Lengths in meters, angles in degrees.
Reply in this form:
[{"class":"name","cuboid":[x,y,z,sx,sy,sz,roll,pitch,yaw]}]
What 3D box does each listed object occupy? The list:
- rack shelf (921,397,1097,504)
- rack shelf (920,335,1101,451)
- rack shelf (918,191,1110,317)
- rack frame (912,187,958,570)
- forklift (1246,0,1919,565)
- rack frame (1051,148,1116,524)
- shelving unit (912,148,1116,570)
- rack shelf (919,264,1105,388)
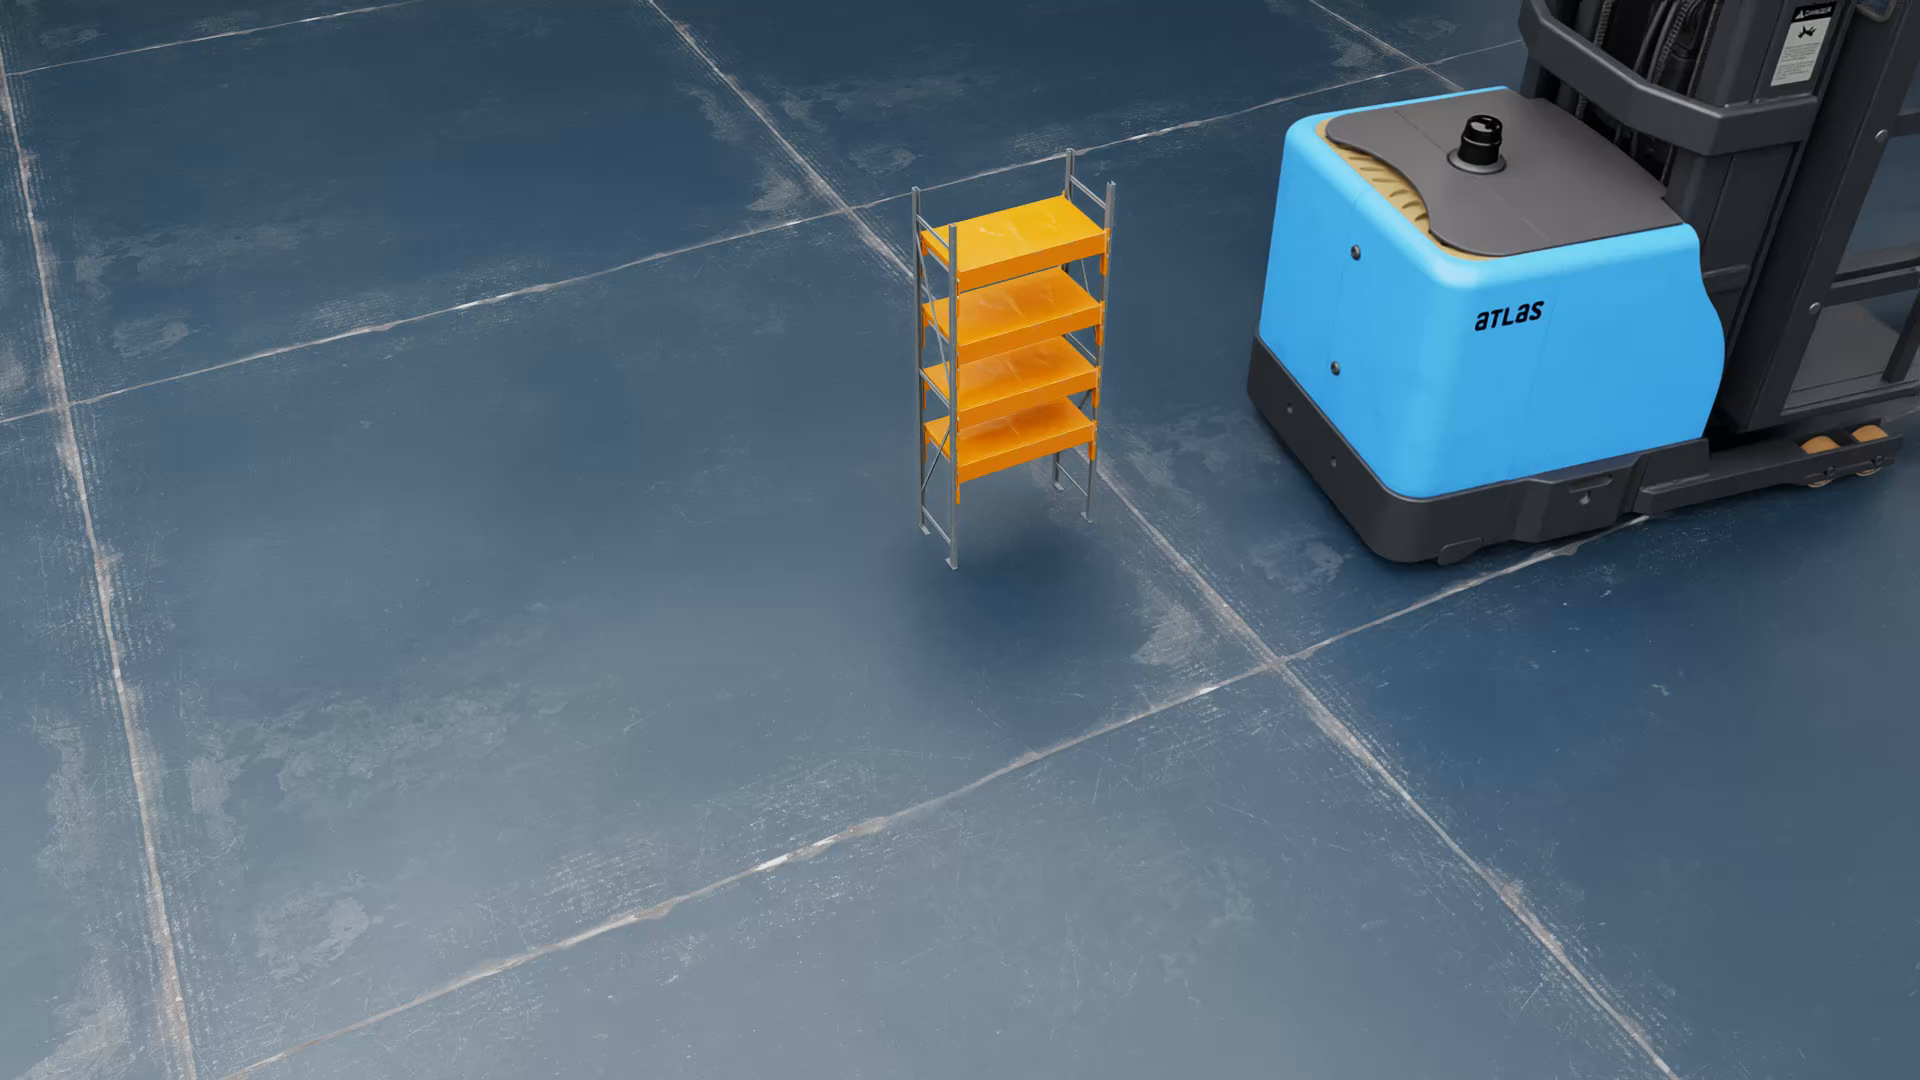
[{"class":"rack shelf","cuboid":[0.147,-0.304,5.092,0.480,0.148,0.258,-19,44,-21]},{"class":"rack shelf","cuboid":[0.147,-0.456,4.964,0.480,0.148,0.258,-19,44,-21]},{"class":"rack shelf","cuboid":[0.147,-0.807,4.667,0.480,0.148,0.258,-19,44,-21]},{"class":"rack frame","cuboid":[-0.070,-0.435,4.835,0.015,1.200,0.240,-19,44,-21]},{"class":"forklift","cuboid":[2.565,-1.604,4.877,3.031,2.935,1.130,-12,42,-14]},{"class":"rack frame","cuboid":[0.363,-0.580,5.007,0.015,1.200,0.240,-19,44,-21]},{"class":"shelving unit","cuboid":[0.147,-0.507,4.921,0.503,1.200,0.258,-19,44,-21]},{"class":"rack shelf","cuboid":[0.147,-0.627,4.820,0.480,0.148,0.258,-19,44,-21]}]
